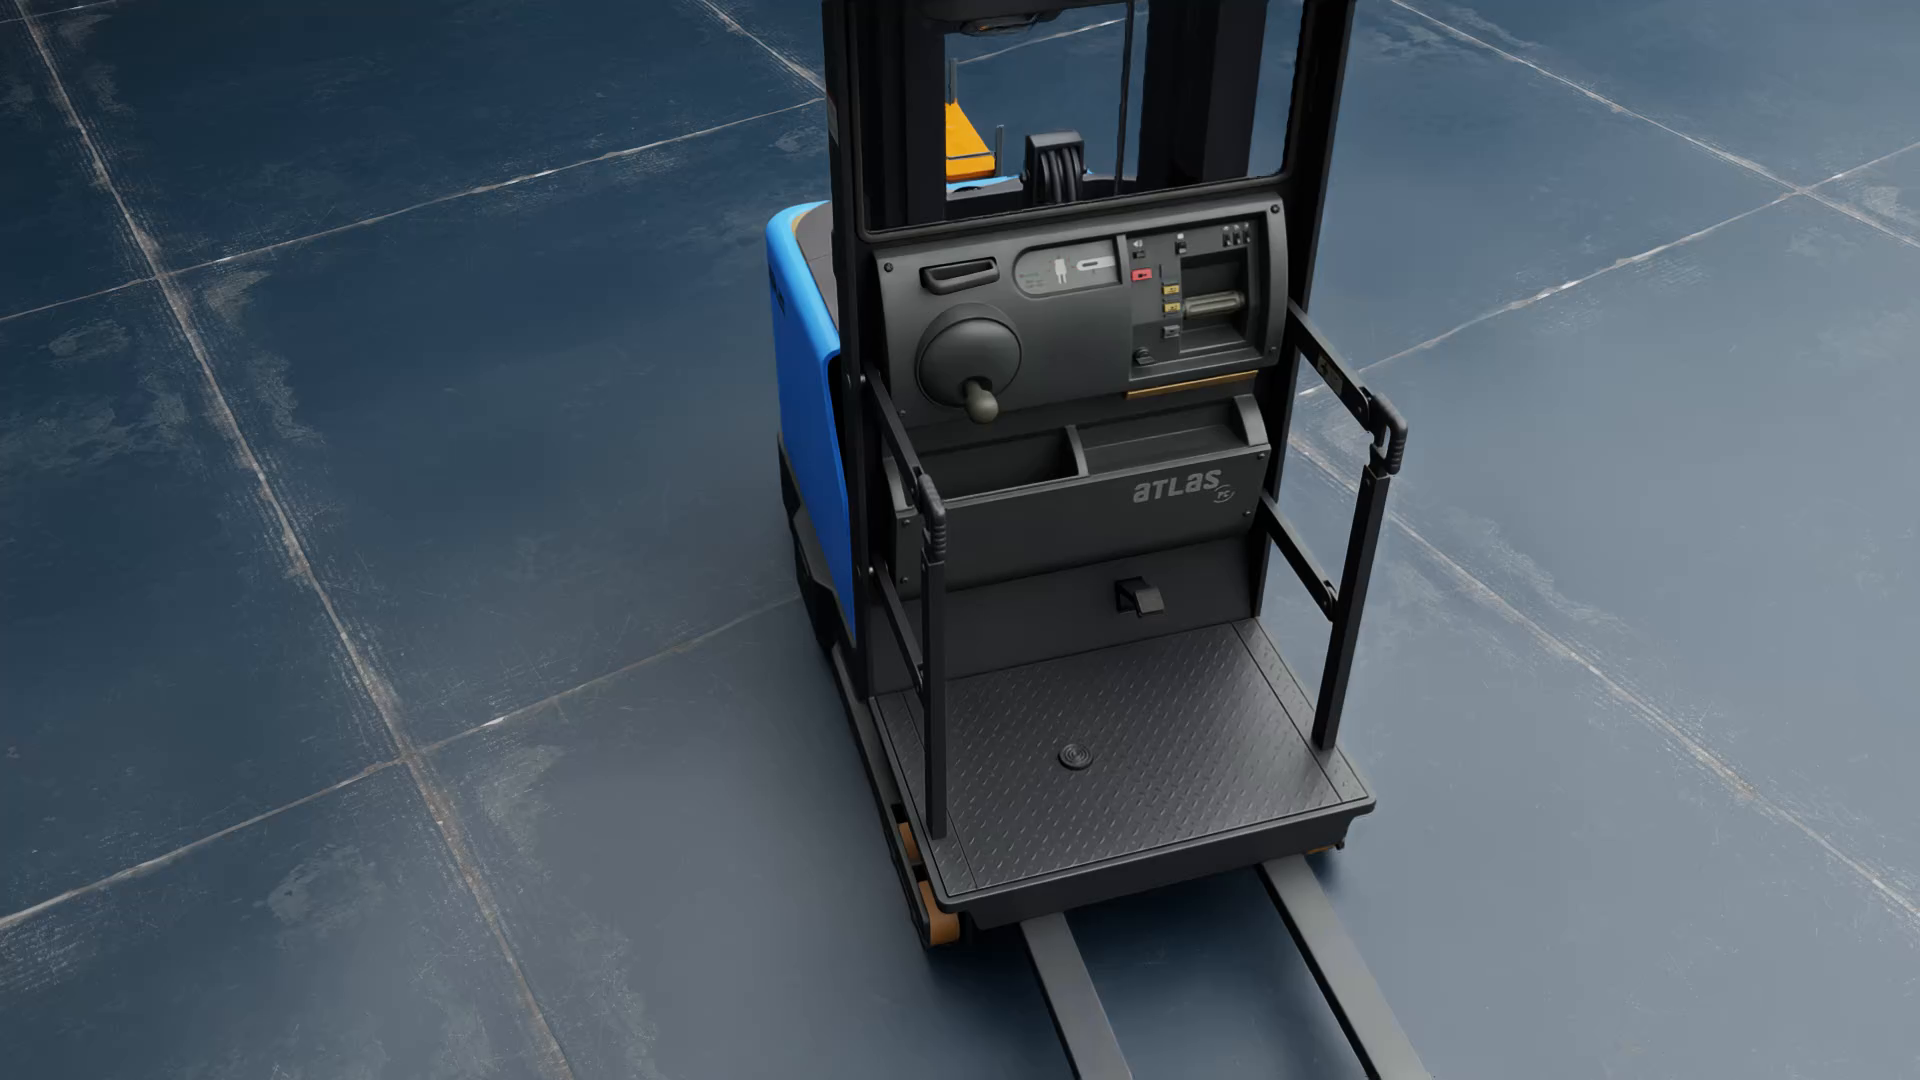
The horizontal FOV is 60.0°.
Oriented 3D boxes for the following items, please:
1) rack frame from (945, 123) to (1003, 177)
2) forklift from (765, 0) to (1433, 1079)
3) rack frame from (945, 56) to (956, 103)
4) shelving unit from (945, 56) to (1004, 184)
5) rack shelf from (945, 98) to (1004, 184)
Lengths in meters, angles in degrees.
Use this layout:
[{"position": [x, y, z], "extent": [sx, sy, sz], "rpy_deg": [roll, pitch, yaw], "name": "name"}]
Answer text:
[{"position": [0.008, -0.722, 5.179], "extent": [0.240, 1.200, 0.015], "rpy_deg": [-11, 41, -13], "name": "rack frame"}, {"position": [0.342, -0.425, 3.470], "extent": [1.130, 2.935, 3.031], "rpy_deg": [-11, 41, -13], "name": "forklift"}, {"position": [-0.131, -1.022, 5.539], "extent": [0.240, 1.200, 0.015], "rpy_deg": [-11, 41, -13], "name": "rack frame"}, {"position": [-0.062, -0.872, 5.359], "extent": [0.258, 1.200, 0.503], "rpy_deg": [-11, 41, -13], "name": "shelving unit"}, {"position": [-0.062, -1.174, 5.107], "extent": [0.258, 0.148, 0.480], "rpy_deg": [-11, 41, -13], "name": "rack shelf"}]
